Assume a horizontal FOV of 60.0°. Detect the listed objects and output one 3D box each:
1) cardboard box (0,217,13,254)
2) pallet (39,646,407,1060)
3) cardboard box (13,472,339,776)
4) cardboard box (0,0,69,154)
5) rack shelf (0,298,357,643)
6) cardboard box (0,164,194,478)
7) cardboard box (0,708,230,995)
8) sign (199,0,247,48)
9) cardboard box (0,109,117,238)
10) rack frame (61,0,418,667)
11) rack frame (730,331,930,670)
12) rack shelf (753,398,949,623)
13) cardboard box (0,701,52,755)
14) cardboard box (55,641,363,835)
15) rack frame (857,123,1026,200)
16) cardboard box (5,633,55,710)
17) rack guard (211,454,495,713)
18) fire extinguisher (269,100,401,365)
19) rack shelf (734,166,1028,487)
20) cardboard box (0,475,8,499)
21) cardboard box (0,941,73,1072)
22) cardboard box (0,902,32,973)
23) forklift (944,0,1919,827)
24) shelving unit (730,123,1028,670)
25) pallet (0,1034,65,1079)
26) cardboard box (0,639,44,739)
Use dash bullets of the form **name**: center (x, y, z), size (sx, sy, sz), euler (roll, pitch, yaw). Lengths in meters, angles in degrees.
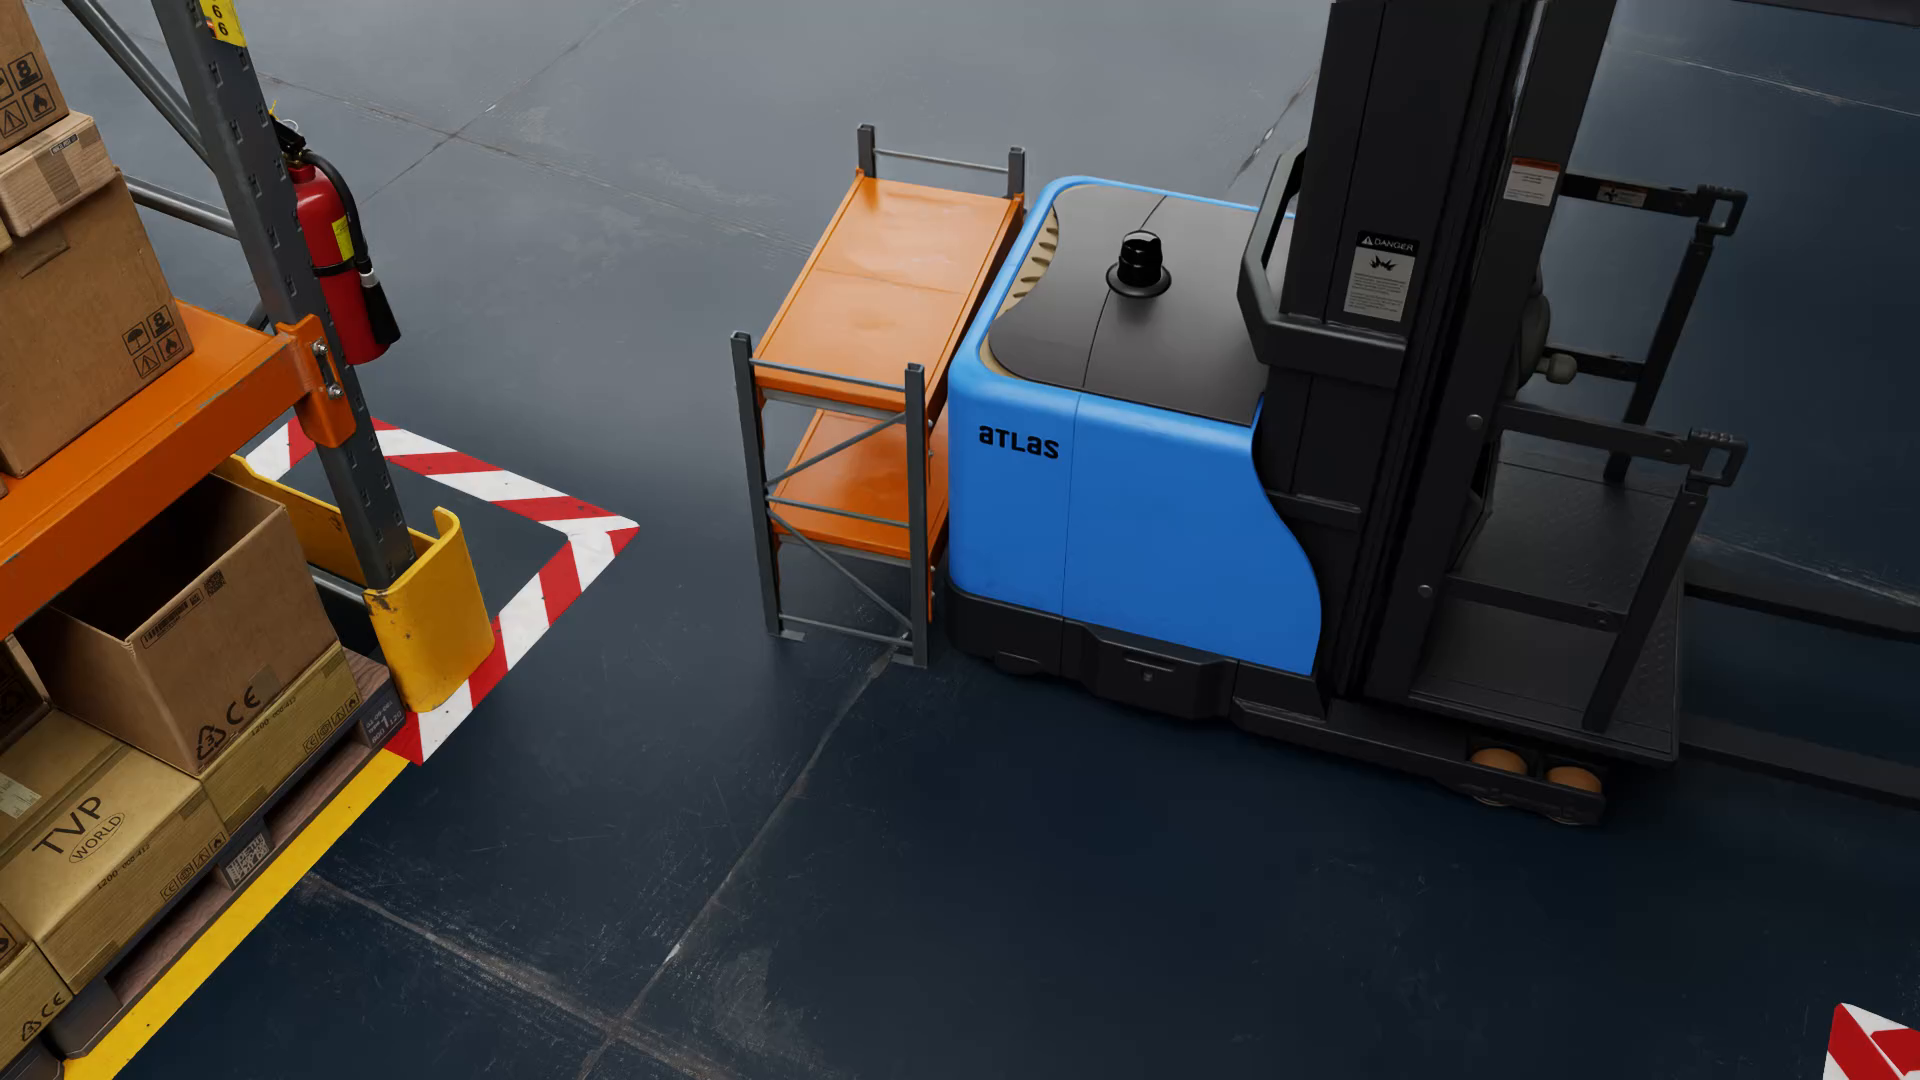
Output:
- **cardboard box**: center (-2.096, -0.623, 3.230), size (0.380, 0.149, 0.250), euler (22, 49, 20)
- **pallet**: center (-2.285, 0.647, 4.462), size (1.003, 0.211, 1.213), euler (20, 49, 19)
- **cardboard box**: center (-1.952, 0.163, 4.091), size (0.500, 0.500, 0.500), euler (20, 49, 19)
- **cardboard box**: center (-2.220, -0.997, 3.144), size (0.700, 0.500, 0.500), euler (21, 49, 19)
- **rack shelf**: center (-2.895, 0.684, 2.971), size (1.077, 0.370, 4.000), euler (20, 49, 19)
- **cardboard box**: center (-2.195, -0.574, 3.638), size (0.700, 0.500, 0.500), euler (20, 49, 19)
- **cardboard box**: center (-2.176, 0.745, 4.043), size (0.500, 0.250, 0.500), euler (20, 49, 19)
- **sign**: center (-1.493, -1.131, 3.278), size (0.100, 0.325, 0.005), euler (20, 49, 19)
- **cardboard box**: center (-1.976, -0.788, 3.394), size (0.380, 0.149, 0.250), euler (20, 49, 18)
- **rack frame**: center (-1.967, -0.829, 3.960), size (1.000, 3.000, 0.127), euler (20, 49, 19)
- **rack frame**: center (-0.332, -0.074, 4.532), size (0.500, 1.125, 0.032), euler (11, 46, 11)
- **rack shelf**: center (-0.194, -0.250, 5.050), size (0.538, 0.278, 1.000), euler (11, 46, 11)
- **cardboard box**: center (-2.642, 0.571, 4.215), size (0.500, 0.250, 0.500), euler (20, 49, 19)
- **cardboard box**: center (-1.954, 0.426, 4.358), size (0.500, 0.250, 0.500), euler (20, 49, 19)
- **rack frame**: center (-0.056, -0.770, 5.220), size (0.500, 1.125, 0.032), euler (11, 46, 11)
- **cardboard box**: center (-2.413, 0.255, 4.527), size (0.500, 0.250, 0.500), euler (20, 49, 19)
- **rack guard**: center (-1.956, 0.035, 4.864), size (1.175, 0.500, 0.348), euler (20, 49, 19)
- **fire extinguisher**: center (-1.501, -0.723, 3.910), size (0.296, 0.674, 0.183), euler (20, 49, 19)
- **rack shelf**: center (-0.194, -0.628, 4.668), size (0.538, 0.278, 1.000), euler (11, 46, 11)
- **cardboard box**: center (-2.435, -0.241, 3.309), size (0.700, 0.500, 0.500), euler (22, 49, 20)
- **cardboard box**: center (-2.406, 1.060, 3.731), size (0.500, 0.250, 0.500), euler (20, 49, 19)
- **cardboard box**: center (-2.404, 0.798, 3.463), size (0.500, 0.500, 0.500), euler (20, 49, 19)
- **forklift**: center (1.529, -0.690, 3.871), size (3.031, 2.935, 1.130), euler (13, 47, 13)
- **shelving unit**: center (-0.194, -0.422, 4.876), size (0.538, 1.125, 1.048), euler (11, 46, 11)
- **pallet**: center (-2.852, 1.413, 3.705), size (1.003, 0.211, 1.213), euler (20, 49, 19)
- **cardboard box**: center (-2.643, 0.307, 3.949), size (0.500, 0.500, 0.500), euler (20, 49, 19)
